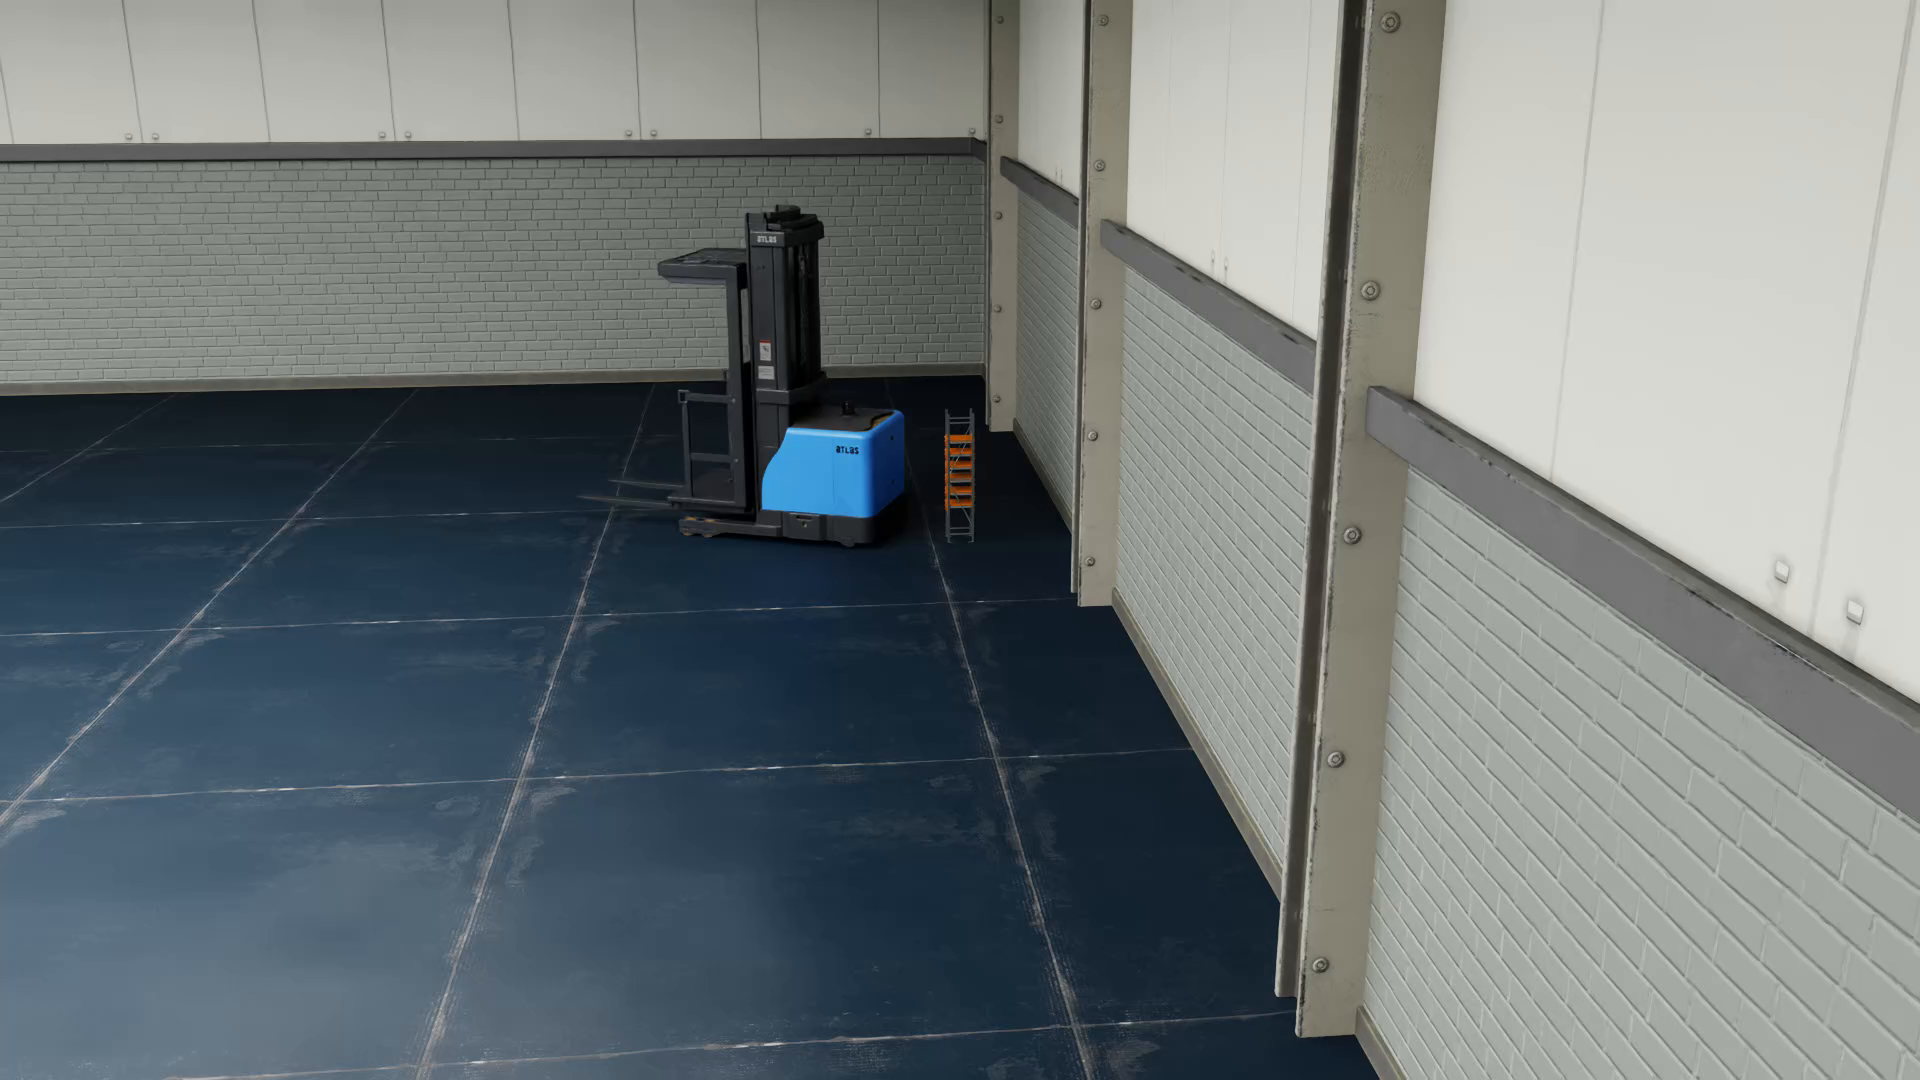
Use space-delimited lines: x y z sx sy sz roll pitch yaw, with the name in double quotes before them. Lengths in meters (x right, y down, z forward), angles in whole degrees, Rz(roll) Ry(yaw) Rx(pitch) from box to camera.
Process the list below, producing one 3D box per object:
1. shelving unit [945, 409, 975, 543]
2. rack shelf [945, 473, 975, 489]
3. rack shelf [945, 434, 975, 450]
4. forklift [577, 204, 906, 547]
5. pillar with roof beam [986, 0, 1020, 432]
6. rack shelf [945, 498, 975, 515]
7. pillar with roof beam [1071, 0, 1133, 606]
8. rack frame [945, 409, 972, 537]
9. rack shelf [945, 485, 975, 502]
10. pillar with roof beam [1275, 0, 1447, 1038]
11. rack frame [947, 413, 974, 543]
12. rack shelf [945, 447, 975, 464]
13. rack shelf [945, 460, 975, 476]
"shelving unit" -0.002 -0.577 15.011 0.258 1.200 0.189 -2 18 -6
"rack shelf" -0.002 -0.534 15.024 0.258 0.103 0.180 -2 18 -6
"rack shelf" -0.002 -0.878 14.917 0.258 0.103 0.180 -2 18 -6
"forklift" -2.082 -1.566 15.272 3.031 2.935 1.130 5 18 15
"pillar with roof beam" -3.806 -5.474 17.590 9.100 9.000 0.400 -2 18 -6
"rack shelf" -0.001 -0.305 15.096 0.258 0.103 0.180 -2 18 -6
"pillar with roof beam" -3.187 -3.687 11.896 9.100 9.000 0.400 -2 18 -6
"rack frame" -0.011 -0.604 15.098 0.240 1.200 0.006 -2 18 -6
"rack shelf" -0.002 -0.420 15.060 0.258 0.103 0.180 -2 18 -6
"pillar with roof beam" -2.569 -1.899 6.202 9.100 9.000 0.400 -2 18 -6
"rack frame" 0.008 -0.550 14.924 0.240 1.200 0.006 -2 18 -6
"rack shelf" -0.002 -0.763 14.953 0.258 0.103 0.180 -2 18 -6
"rack shelf" -0.002 -0.649 14.988 0.258 0.103 0.180 -2 18 -6
